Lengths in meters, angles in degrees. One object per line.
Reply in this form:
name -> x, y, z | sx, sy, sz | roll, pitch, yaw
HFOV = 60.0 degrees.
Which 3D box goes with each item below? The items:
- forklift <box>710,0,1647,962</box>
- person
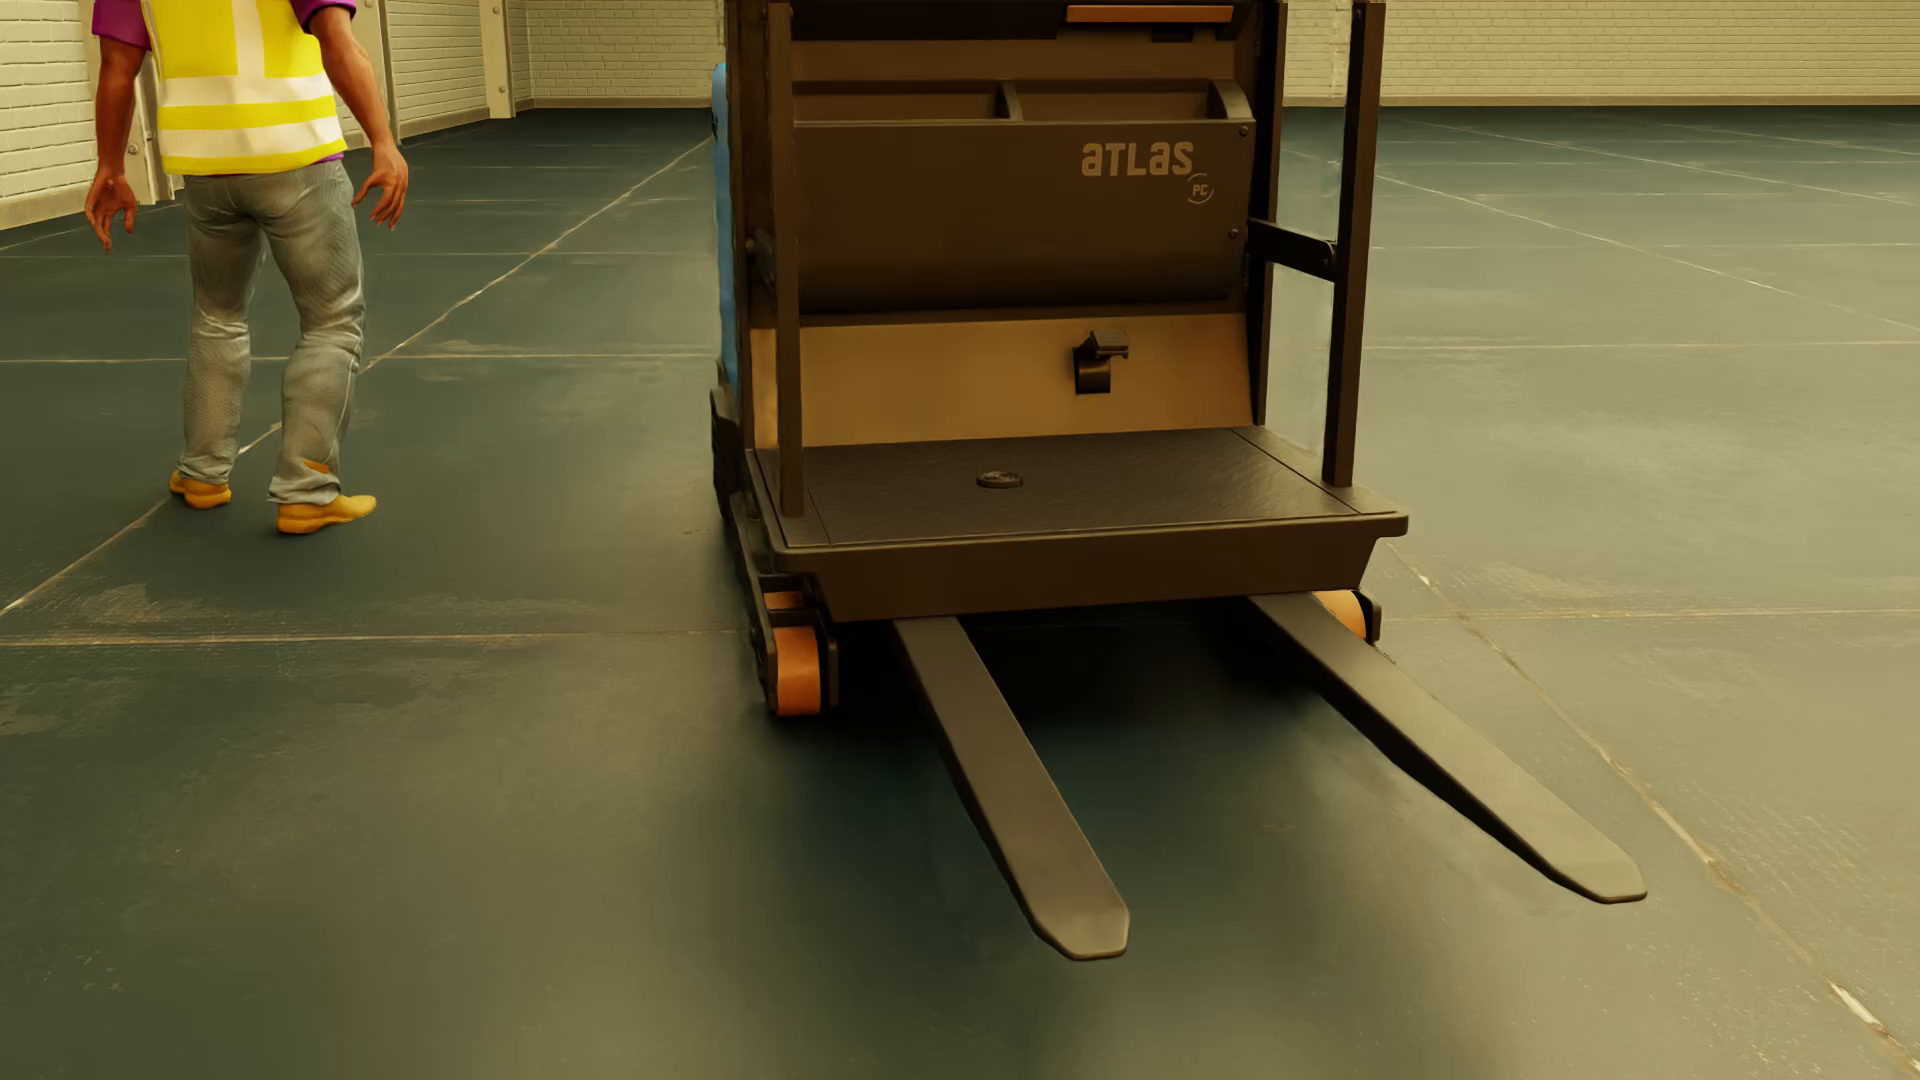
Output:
forklift -> 0.146, -1.207, 2.852 | 1.130, 2.935, 3.031 | -3, 17, -11
person -> -1.660, -0.896, 3.950 | 0.884, 1.733, 0.473 | 5, 18, 16
